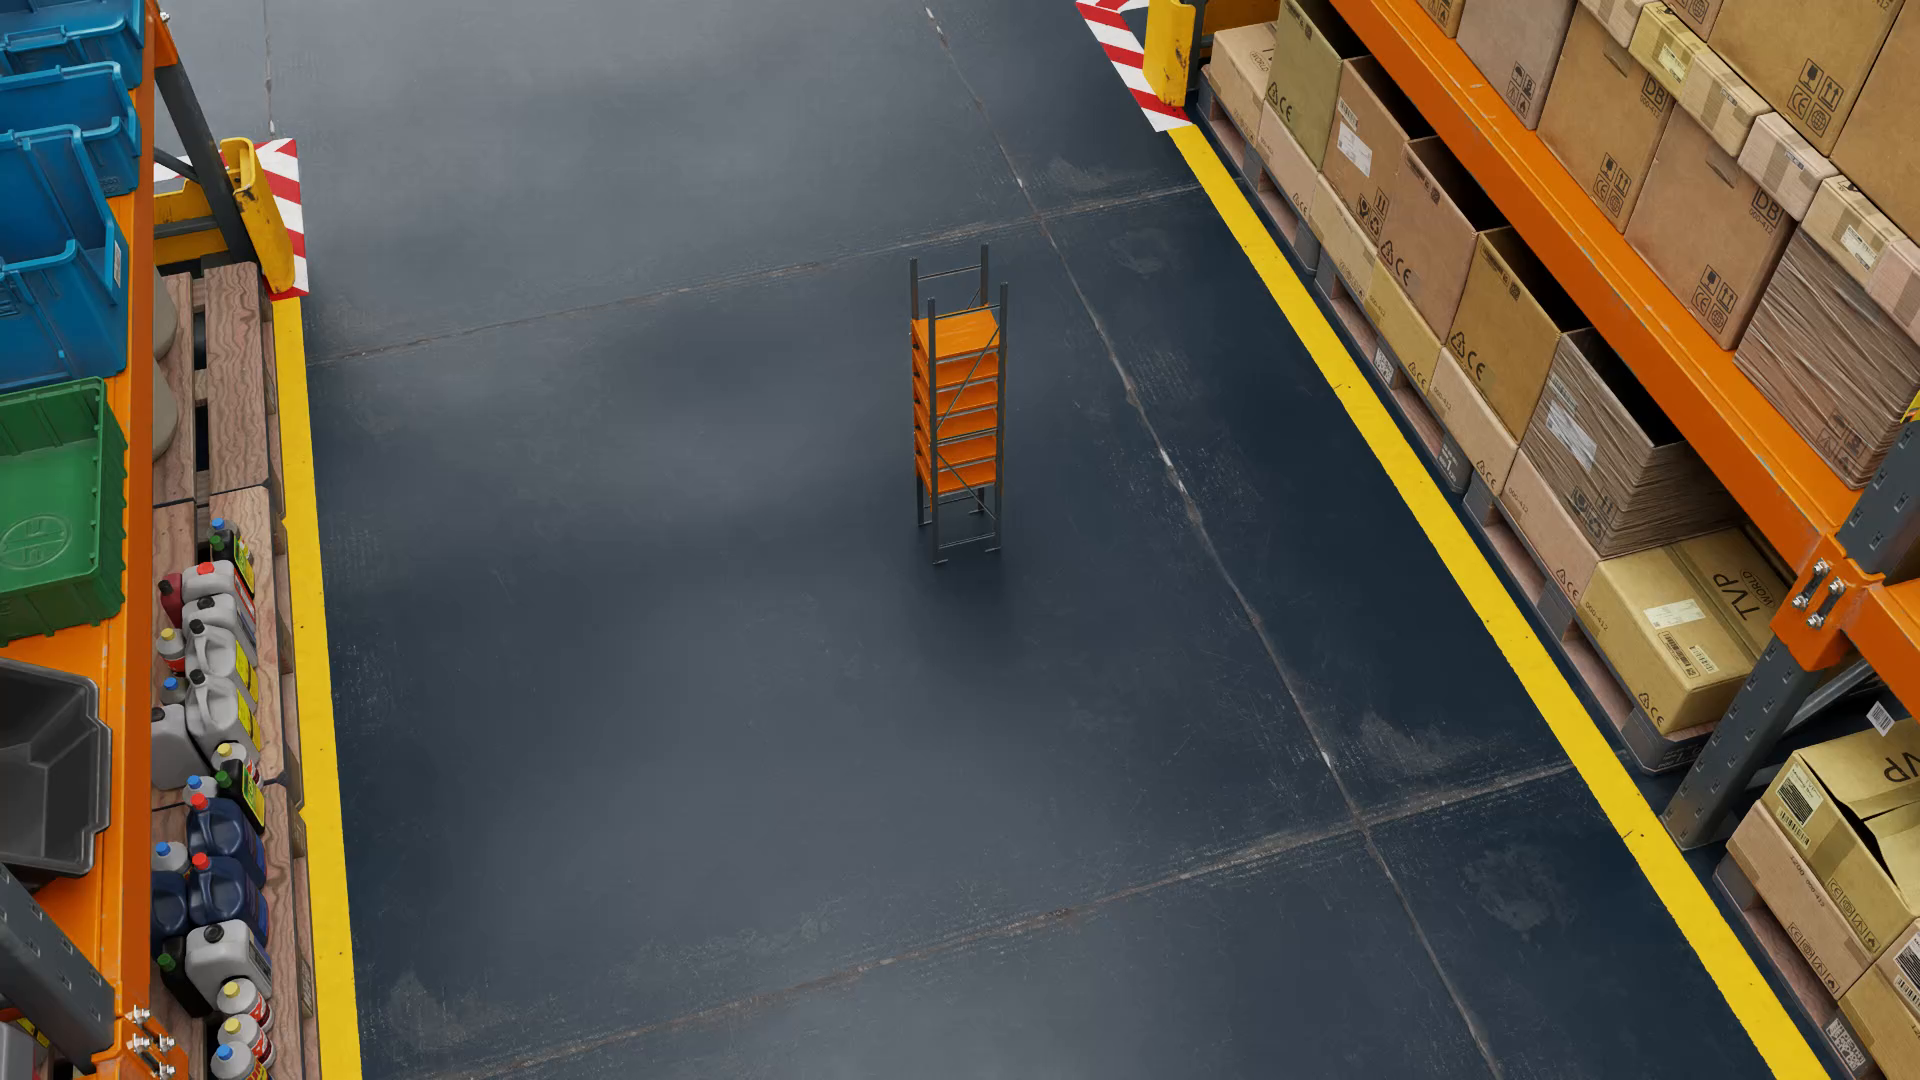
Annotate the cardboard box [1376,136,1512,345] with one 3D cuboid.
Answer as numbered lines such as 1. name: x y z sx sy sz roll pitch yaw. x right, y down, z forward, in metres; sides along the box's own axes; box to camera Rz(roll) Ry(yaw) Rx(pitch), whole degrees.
1. cardboard box: 1.814 -1.064 5.719 0.500 0.500 0.500 -13 51 -11

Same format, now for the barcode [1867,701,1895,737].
1. barcode: 2.288 0.445 4.132 0.001 0.075 0.075 -13 51 -11

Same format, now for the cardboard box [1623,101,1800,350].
1. cardboard box: 2.311 -0.929 4.506 0.700 0.500 0.500 -14 51 -11

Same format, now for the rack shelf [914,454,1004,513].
1. rack shelf: -0.004 -0.214 5.518 0.258 0.103 0.180 -13 51 -11

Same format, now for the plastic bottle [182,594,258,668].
1. plastic bottle: -2.255 0.276 5.049 0.152 0.276 0.135 -15 51 -12

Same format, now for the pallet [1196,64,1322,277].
1. pallet: 1.693 -1.664 7.014 1.003 0.211 1.213 -13 51 -11

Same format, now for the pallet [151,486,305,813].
1. pallet: -2.646 0.433 5.247 1.003 0.211 1.213 -13 51 -11

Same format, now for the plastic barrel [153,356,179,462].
1. plastic barrel: -2.890 -0.498 5.561 0.421 0.512 0.421 0 50 0

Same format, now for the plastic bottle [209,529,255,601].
1. plastic bottle: -2.292 0.063 5.224 0.061 0.283 0.133 -12 51 -10

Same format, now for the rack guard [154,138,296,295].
1. rack guard: -3.238 -1.144 6.387 1.175 0.500 0.348 -13 51 -11

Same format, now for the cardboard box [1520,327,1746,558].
1. cardboard box: 2.127 -0.338 5.106 0.500 0.500 0.500 -13 51 -11

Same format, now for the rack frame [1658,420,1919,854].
1. rack frame: 2.610 -0.190 3.948 1.000 3.000 0.127 -13 51 -11

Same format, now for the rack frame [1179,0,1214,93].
1. rack frame: 1.427 -3.112 6.411 1.000 3.000 0.127 -13 51 -11

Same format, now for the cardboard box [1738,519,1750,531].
1. cardboard box: 2.619 -0.213 5.491 0.500 0.250 0.500 -13 51 -11

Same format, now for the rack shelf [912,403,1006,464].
1. rack shelf: -0.004 -0.369 5.334 0.258 0.103 0.180 -13 51 -11

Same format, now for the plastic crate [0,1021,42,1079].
1. plastic crate: -1.687 1.191 2.742 0.402 0.464 0.583 -13 51 -11

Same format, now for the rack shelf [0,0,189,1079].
1. rack shelf: -2.714 -0.302 4.513 1.077 0.370 4.000 -13 51 -11

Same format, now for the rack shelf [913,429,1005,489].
1. rack shelf: -0.004 -0.291 5.426 0.258 0.103 0.180 -13 51 -11

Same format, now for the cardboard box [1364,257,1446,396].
1. cardboard box: 1.815 -0.823 6.006 0.500 0.250 0.500 -13 51 -11

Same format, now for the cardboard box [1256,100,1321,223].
1. cardboard box: 1.525 -1.554 6.622 0.500 0.250 0.500 -13 51 -11

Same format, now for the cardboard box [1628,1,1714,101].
1. cardboard box: 2.026 -1.325 4.416 0.380 0.149 0.250 -14 51 -11

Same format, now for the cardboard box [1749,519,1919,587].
1. cardboard box: 2.772 -0.090 4.898 0.500 0.500 0.500 -13 51 -11

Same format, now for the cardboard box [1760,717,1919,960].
1. cardboard box: 2.494 0.738 4.323 0.500 0.311 0.500 -13 51 -11

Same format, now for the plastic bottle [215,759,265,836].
1. plastic bottle: -2.030 0.710 4.679 0.061 0.283 0.133 -11 51 -9

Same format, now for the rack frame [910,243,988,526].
1. rack frame: -0.031 -0.464 5.357 0.240 1.200 0.006 -13 51 -11

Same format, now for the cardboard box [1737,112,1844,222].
1. cardboard box: 2.174 -0.953 4.102 0.380 0.149 0.250 -15 51 -12

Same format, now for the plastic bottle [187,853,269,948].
1. plastic bottle: -1.965 0.956 4.427 0.144 0.351 0.185 -12 51 -10

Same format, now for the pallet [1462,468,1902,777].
1. pallet: 2.415 0.118 5.512 1.003 0.211 1.213 -13 51 -11

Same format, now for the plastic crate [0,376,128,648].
1. plastic crate: -2.255 -0.060 3.977 0.450 0.188 0.662 -13 51 -11

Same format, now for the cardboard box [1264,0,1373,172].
1. cardboard box: 1.523 -1.796 6.335 0.500 0.500 0.500 -13 51 -11

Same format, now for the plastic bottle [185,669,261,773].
1. plastic bottle: -2.147 0.507 4.805 0.144 0.351 0.185 -14 51 -11

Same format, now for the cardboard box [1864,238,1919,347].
1. cardboard box: 2.325 -0.582 3.789 0.380 0.149 0.250 -13 51 -11

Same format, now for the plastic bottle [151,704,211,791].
1. plastic bottle: -2.281 0.583 4.790 0.152 0.276 0.135 -13 51 -11

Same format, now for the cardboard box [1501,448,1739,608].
1. cardboard box: 2.126 -0.096 5.393 0.500 0.250 0.500 -13 51 -11

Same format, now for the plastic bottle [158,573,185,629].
1. plastic bottle: -2.397 0.196 5.111 0.061 0.283 0.133 -13 51 -11

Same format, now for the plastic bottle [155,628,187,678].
1. plastic bottle: -2.368 0.341 5.043 0.097 0.201 0.097 0 50 0

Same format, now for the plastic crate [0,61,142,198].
1. plastic crate: -2.685 -1.173 4.874 0.499 0.251 0.408 -13 51 -11

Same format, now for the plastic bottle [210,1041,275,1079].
1. plastic bottle: -1.798 1.333 4.161 0.097 0.271 0.097 0 50 0

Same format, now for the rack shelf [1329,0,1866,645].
1. rack shelf: 2.018 -1.419 5.455 1.077 0.370 4.000 -13 51 -11

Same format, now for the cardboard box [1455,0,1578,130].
1. cardboard box: 2.013 -1.670 5.131 0.700 0.500 0.500 -12 51 -10

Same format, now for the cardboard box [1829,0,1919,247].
1. cardboard box: 2.473 -0.963 3.686 0.700 0.500 0.500 -13 51 -11

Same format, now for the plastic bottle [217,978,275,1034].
1. plastic bottle: -1.859 1.207 4.313 0.097 0.201 0.097 0 50 0

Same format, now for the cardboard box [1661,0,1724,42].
1. cardboard box: 2.175 -1.698 4.306 0.700 0.500 0.500 -13 51 -11

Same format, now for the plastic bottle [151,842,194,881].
1. plastic bottle: -2.123 0.903 4.524 0.097 0.271 0.097 0 50 0

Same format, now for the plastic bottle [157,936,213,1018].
1. plastic bottle: -2.022 1.123 4.330 0.061 0.283 0.133 -13 51 -11

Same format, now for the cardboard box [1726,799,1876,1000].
1. cardboard box: 2.493 0.911 4.544 0.500 0.250 0.500 -14 51 -12

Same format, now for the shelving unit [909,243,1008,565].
1. shelving unit: -0.004 -0.397 5.300 0.258 1.200 0.189 -13 51 -11
